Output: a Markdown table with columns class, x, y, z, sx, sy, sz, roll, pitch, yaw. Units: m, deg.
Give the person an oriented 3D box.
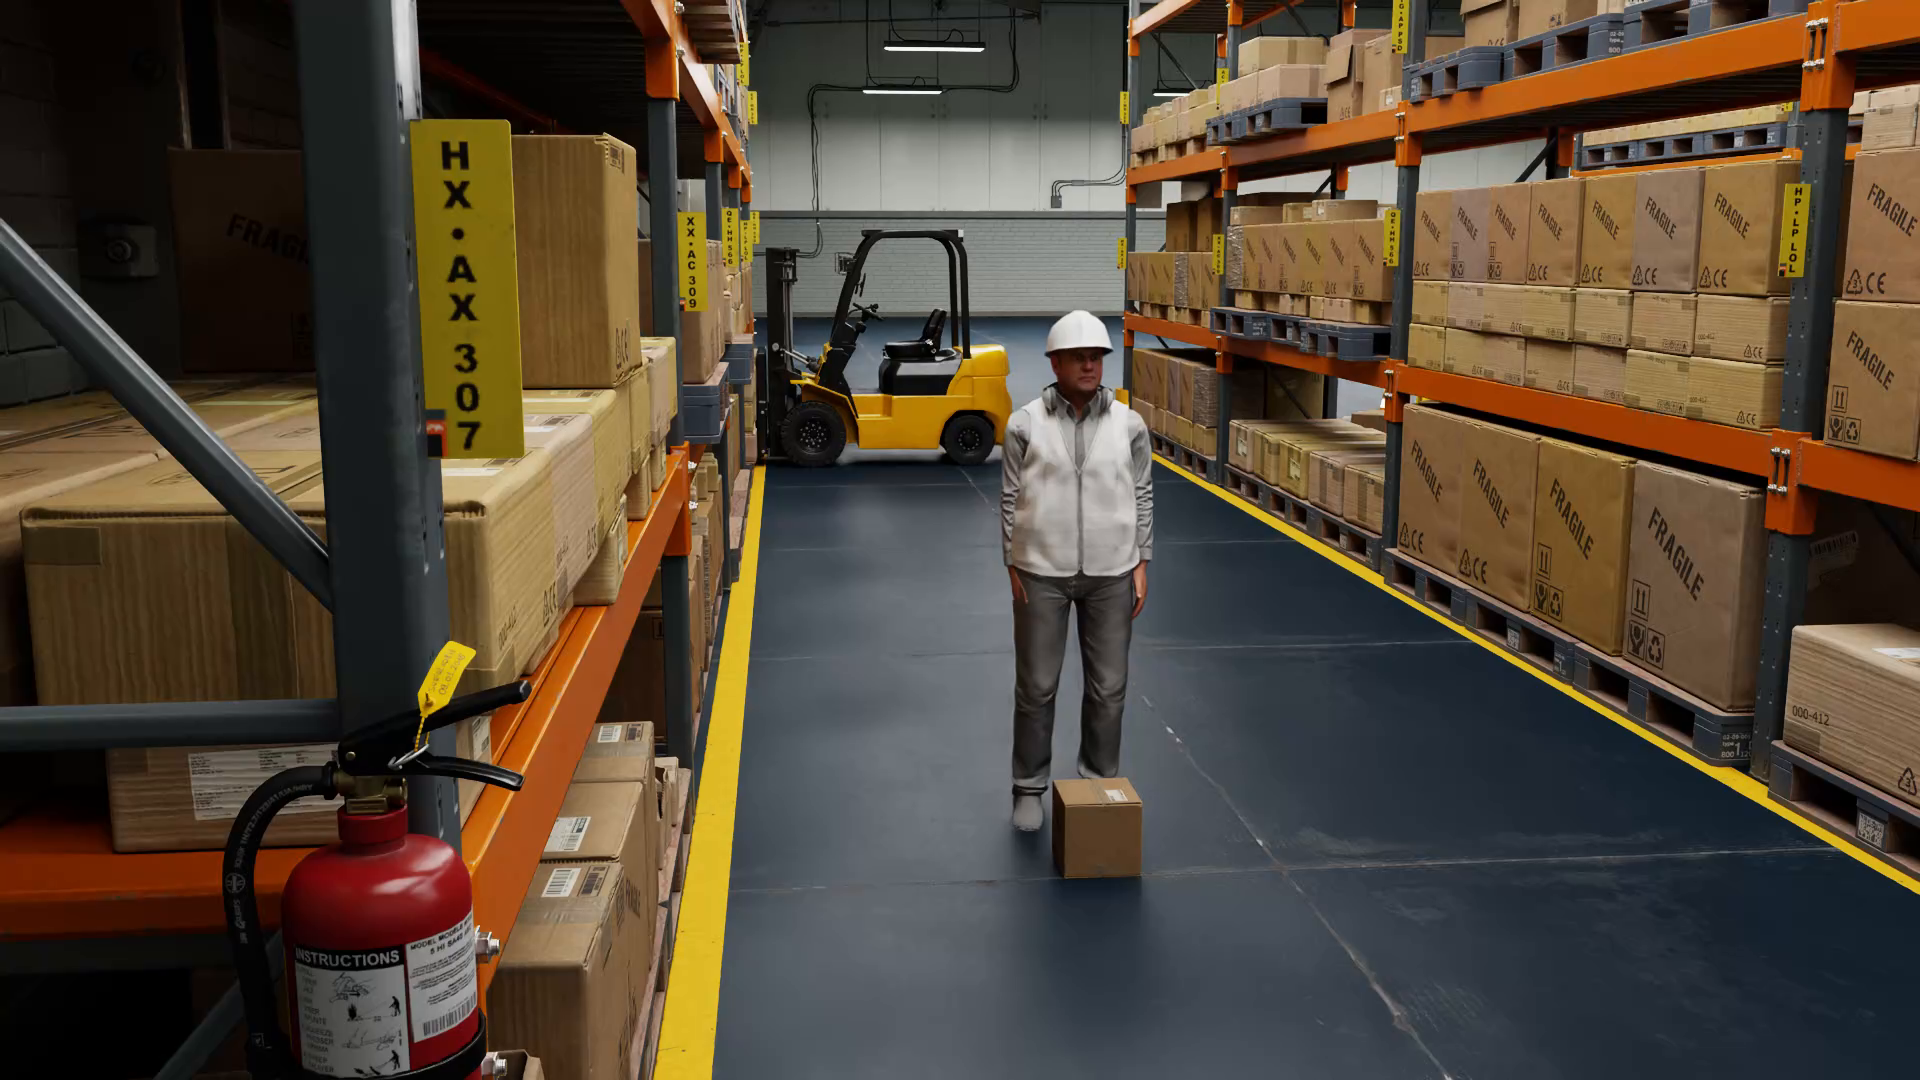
| class | x | y | z | sx | sy | sz | roll | pitch | yaw |
| --- | --- | --- | --- | --- | --- | --- | --- | --- | --- |
| person | 0.406 | 0.117 | 5.743 | 0.534 | 1.799 | 0.361 | -1 | 10 | -5 |
